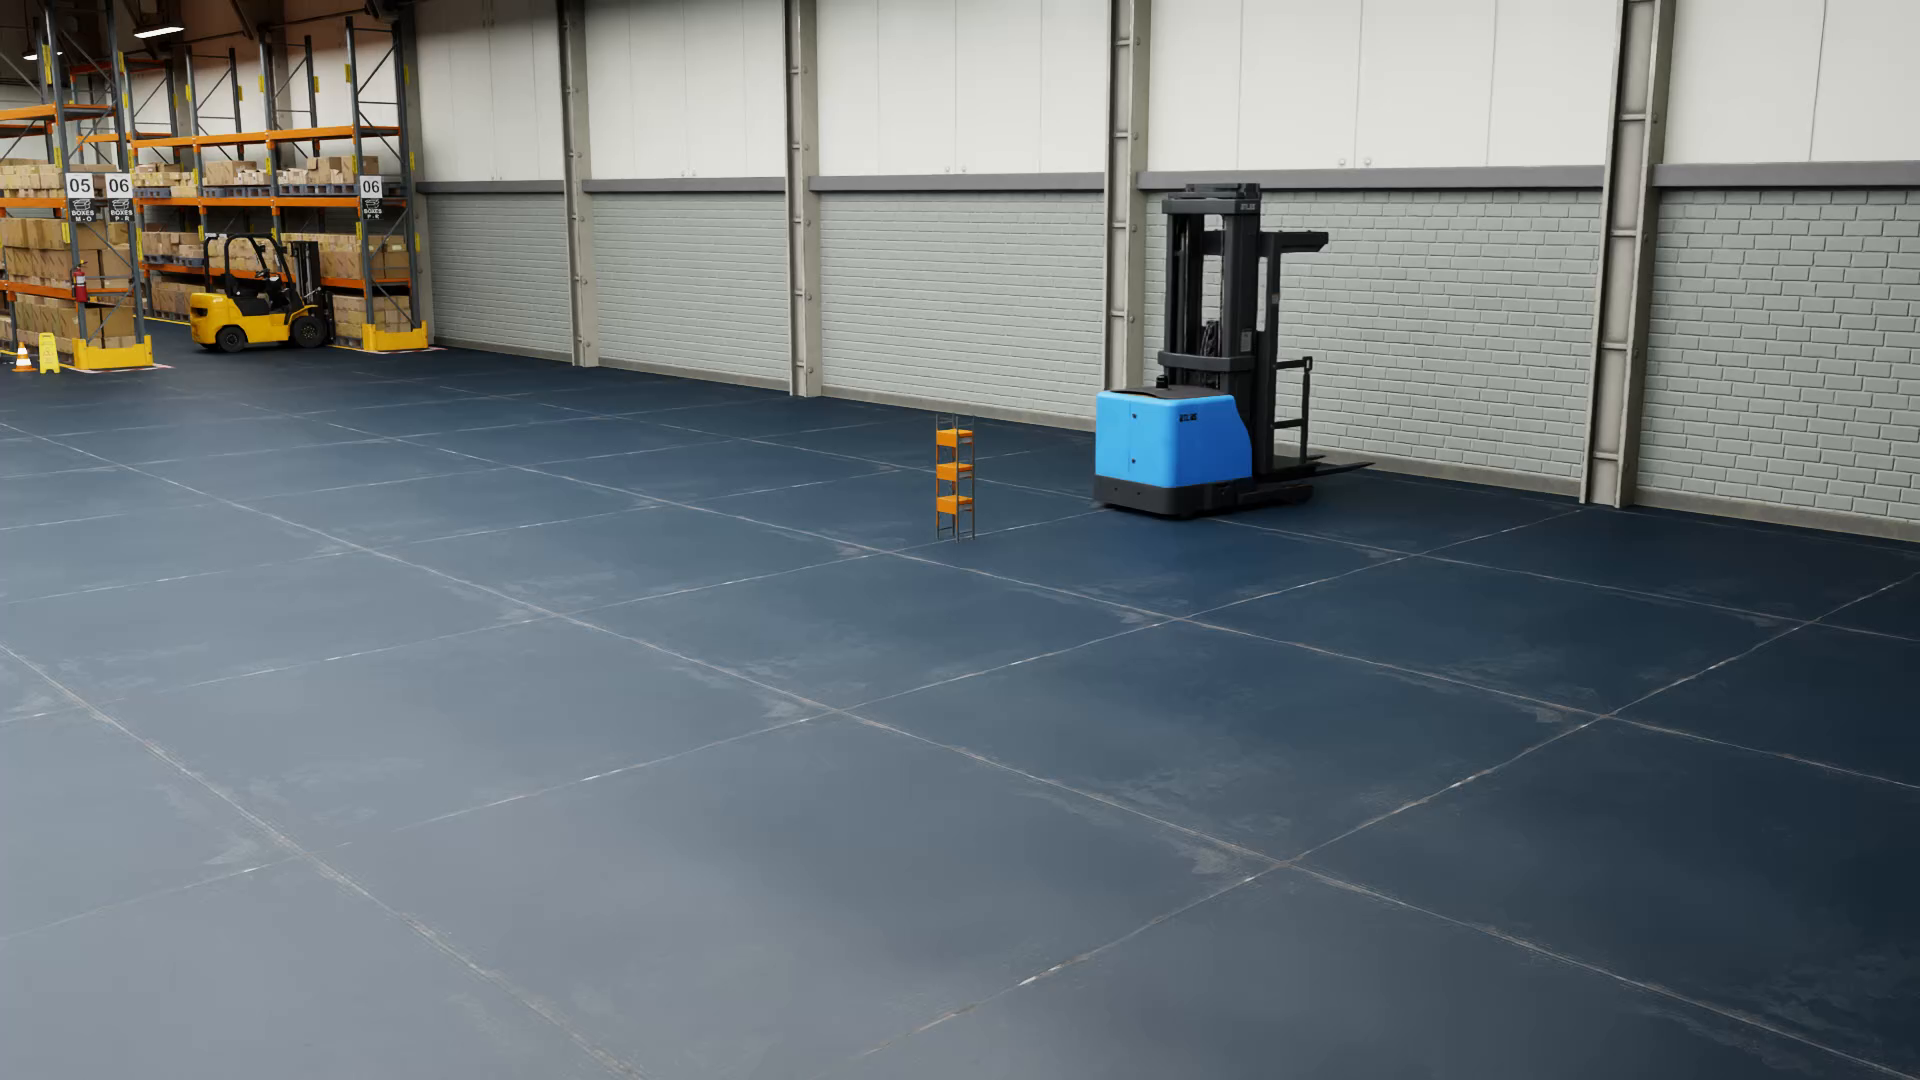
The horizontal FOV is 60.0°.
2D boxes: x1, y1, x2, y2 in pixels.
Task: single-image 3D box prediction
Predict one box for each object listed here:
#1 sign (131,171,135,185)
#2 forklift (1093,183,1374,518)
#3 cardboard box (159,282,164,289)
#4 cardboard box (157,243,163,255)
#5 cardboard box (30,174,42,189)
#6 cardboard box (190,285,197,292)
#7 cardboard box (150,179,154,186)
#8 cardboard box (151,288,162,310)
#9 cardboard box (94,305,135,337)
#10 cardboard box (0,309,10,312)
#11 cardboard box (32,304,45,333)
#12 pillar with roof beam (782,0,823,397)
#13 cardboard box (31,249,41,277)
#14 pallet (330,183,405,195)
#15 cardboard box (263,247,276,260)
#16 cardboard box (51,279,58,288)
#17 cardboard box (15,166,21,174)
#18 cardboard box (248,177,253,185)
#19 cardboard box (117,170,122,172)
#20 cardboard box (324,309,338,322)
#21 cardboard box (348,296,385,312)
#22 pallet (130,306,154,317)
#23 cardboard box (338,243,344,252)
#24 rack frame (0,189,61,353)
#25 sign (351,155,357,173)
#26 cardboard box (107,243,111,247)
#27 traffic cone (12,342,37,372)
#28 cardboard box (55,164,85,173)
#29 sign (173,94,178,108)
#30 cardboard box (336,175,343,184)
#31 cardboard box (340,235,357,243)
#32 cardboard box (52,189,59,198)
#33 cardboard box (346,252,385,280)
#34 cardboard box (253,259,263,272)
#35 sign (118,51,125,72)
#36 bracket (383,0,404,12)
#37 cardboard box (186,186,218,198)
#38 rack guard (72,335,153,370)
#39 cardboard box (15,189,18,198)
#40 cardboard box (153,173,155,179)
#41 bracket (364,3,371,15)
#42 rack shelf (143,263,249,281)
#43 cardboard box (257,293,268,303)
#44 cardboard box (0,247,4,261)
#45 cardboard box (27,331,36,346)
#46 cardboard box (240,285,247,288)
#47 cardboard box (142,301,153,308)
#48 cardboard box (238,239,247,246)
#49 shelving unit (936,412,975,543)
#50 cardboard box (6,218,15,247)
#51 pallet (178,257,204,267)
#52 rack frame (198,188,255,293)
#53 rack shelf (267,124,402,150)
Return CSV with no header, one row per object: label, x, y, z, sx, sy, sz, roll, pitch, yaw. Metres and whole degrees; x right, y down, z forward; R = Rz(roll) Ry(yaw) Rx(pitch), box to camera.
sign,-19.357,-8.487,38.955,0.100,0.325,0.005,-11,16,-43
forklift,2.712,-1.848,15.620,3.031,2.935,1.130,-9,15,-37
cardboard box,-18.667,-6.021,39.249,0.250,0.149,0.380,11,16,44
cardboard box,-18.288,-6.725,38.410,0.396,0.266,0.258,-10,15,-40
cardboard box,-15.527,-6.124,28.406,0.500,0.250,0.500,-10,16,-41
cardboard box,-17.242,-5.718,37.778,0.380,0.149,0.250,-10,15,-41
cardboard box,-18.344,-8.194,38.150,0.380,0.149,0.250,-11,16,-43
cardboard box,-18.799,-5.720,39.397,0.500,0.500,0.500,-10,15,-40
cardboard box,-14.644,-3.783,28.756,0.500,0.500,0.500,11,16,43
cardboard box,-19.412,-4.400,33.304,0.625,0.372,0.950,10,16,41
cardboard box,-16.085,-3.931,29.474,0.500,0.500,0.500,-10,15,-40
pillar with roof beam,-5.338,-5.904,20.267,9.100,9.000,0.400,-11,16,-43
cardboard box,-15.866,-4.857,29.066,0.500,0.500,0.500,-11,16,-42
pallet,-11.152,-6.622,31.406,1.003,0.211,1.213,-11,16,-43
cardboard box,-13.969,-5.881,34.155,0.500,0.250,0.500,-11,16,-44
cardboard box,-15.300,-4.394,28.430,0.380,0.149,0.250,-11,16,-42
cardboard box,-16.305,-6.481,29.150,0.250,0.149,0.380,11,16,43
cardboard box,-14.424,-7.392,34.259,0.380,0.149,0.250,-11,16,-43
cardboard box,-19.849,-8.740,39.862,0.500,0.250,0.500,-11,16,-43
cardboard box,-11.955,-4.368,32.214,0.500,0.250,0.500,-11,16,-44
cardboard box,-11.226,-4.462,31.431,0.500,0.250,0.500,-10,15,-41
pallet,-19.443,-5.575,40.451,1.003,0.211,1.213,-11,16,-43
cardboard box,-11.621,-5.585,31.732,0.380,0.149,0.250,-11,16,-43
rack frame,-17.033,-4.981,30.655,1.000,3.000,0.127,-11,16,-43
sign,-11.085,-6.880,30.440,0.100,0.325,0.005,-11,16,-43
cardboard box,-20.913,-7.246,41.283,0.500,0.250,0.500,-11,16,-44
traffic cone,-15.500,-3.038,27.510,0.336,0.463,0.334,-11,16,-43
cardboard box,-14.717,-6.142,27.504,0.380,0.149,0.250,-11,16,-42
sign,-18.572,-10.392,39.346,0.100,0.325,0.005,-11,16,-43
cardboard box,-11.475,-6.769,31.233,0.250,0.149,0.380,11,16,44
cardboard box,-11.594,-5.738,31.735,0.380,0.149,0.250,-11,16,-42
cardboard box,-14.914,-5.788,27.762,0.380,0.149,0.250,-11,16,-42
cardboard box,-11.213,-5.174,31.342,0.500,0.500,0.500,-11,16,-44
cardboard box,-14.334,-5.710,34.563,0.500,0.250,0.500,-11,16,-43
sign,-13.878,-7.907,27.481,0.100,0.325,0.005,-11,16,-43
bracket,-10.482,-9.908,30.782,0.235,0.232,0.430,-11,16,-43
cardboard box,-16.738,-7.694,36.760,0.500,0.250,0.500,11,16,43
rack guard,-14.323,-3.184,28.128,1.175,0.500,0.348,-11,16,-43
cardboard box,-16.603,-6.181,29.667,0.380,0.149,0.250,-11,16,-43
cardboard box,-18.285,-8.348,38.159,0.380,0.149,0.250,-11,16,-42
bracket,-11.055,-10.029,31.370,0.235,0.232,0.430,-11,16,-43
rack shelf,-17.589,-6.197,38.338,1.077,0.370,4.000,-11,16,-43
cardboard box,-14.344,-4.905,35.129,0.875,0.625,0.625,-11,16,-43
cardboard box,-17.518,-5.417,30.745,0.500,0.500,0.500,-11,16,-44
cardboard box,-16.444,-3.640,29.919,0.500,0.250,0.500,-10,15,-39
cardboard box,-16.342,-5.676,37.573,0.380,0.149,0.250,-10,15,-40
cardboard box,-19.567,-5.691,40.123,0.250,0.149,0.380,11,16,43
cardboard box,-14.985,-6.269,35.052,0.250,0.149,0.380,11,16,44
shelving unit,-0.037,-0.522,13.843,0.215,1.050,0.252,-11,16,-43
cardboard box,-16.549,-5.493,29.679,0.700,0.500,0.500,-11,16,-42
pallet,-16.726,-6.252,37.301,1.213,0.211,1.003,-11,16,-43
rack frame,-16.208,-6.257,36.849,1.000,3.000,0.127,-11,16,-43
rack shelf,-12.064,-7.772,32.106,1.077,0.370,4.000,-11,16,-43
